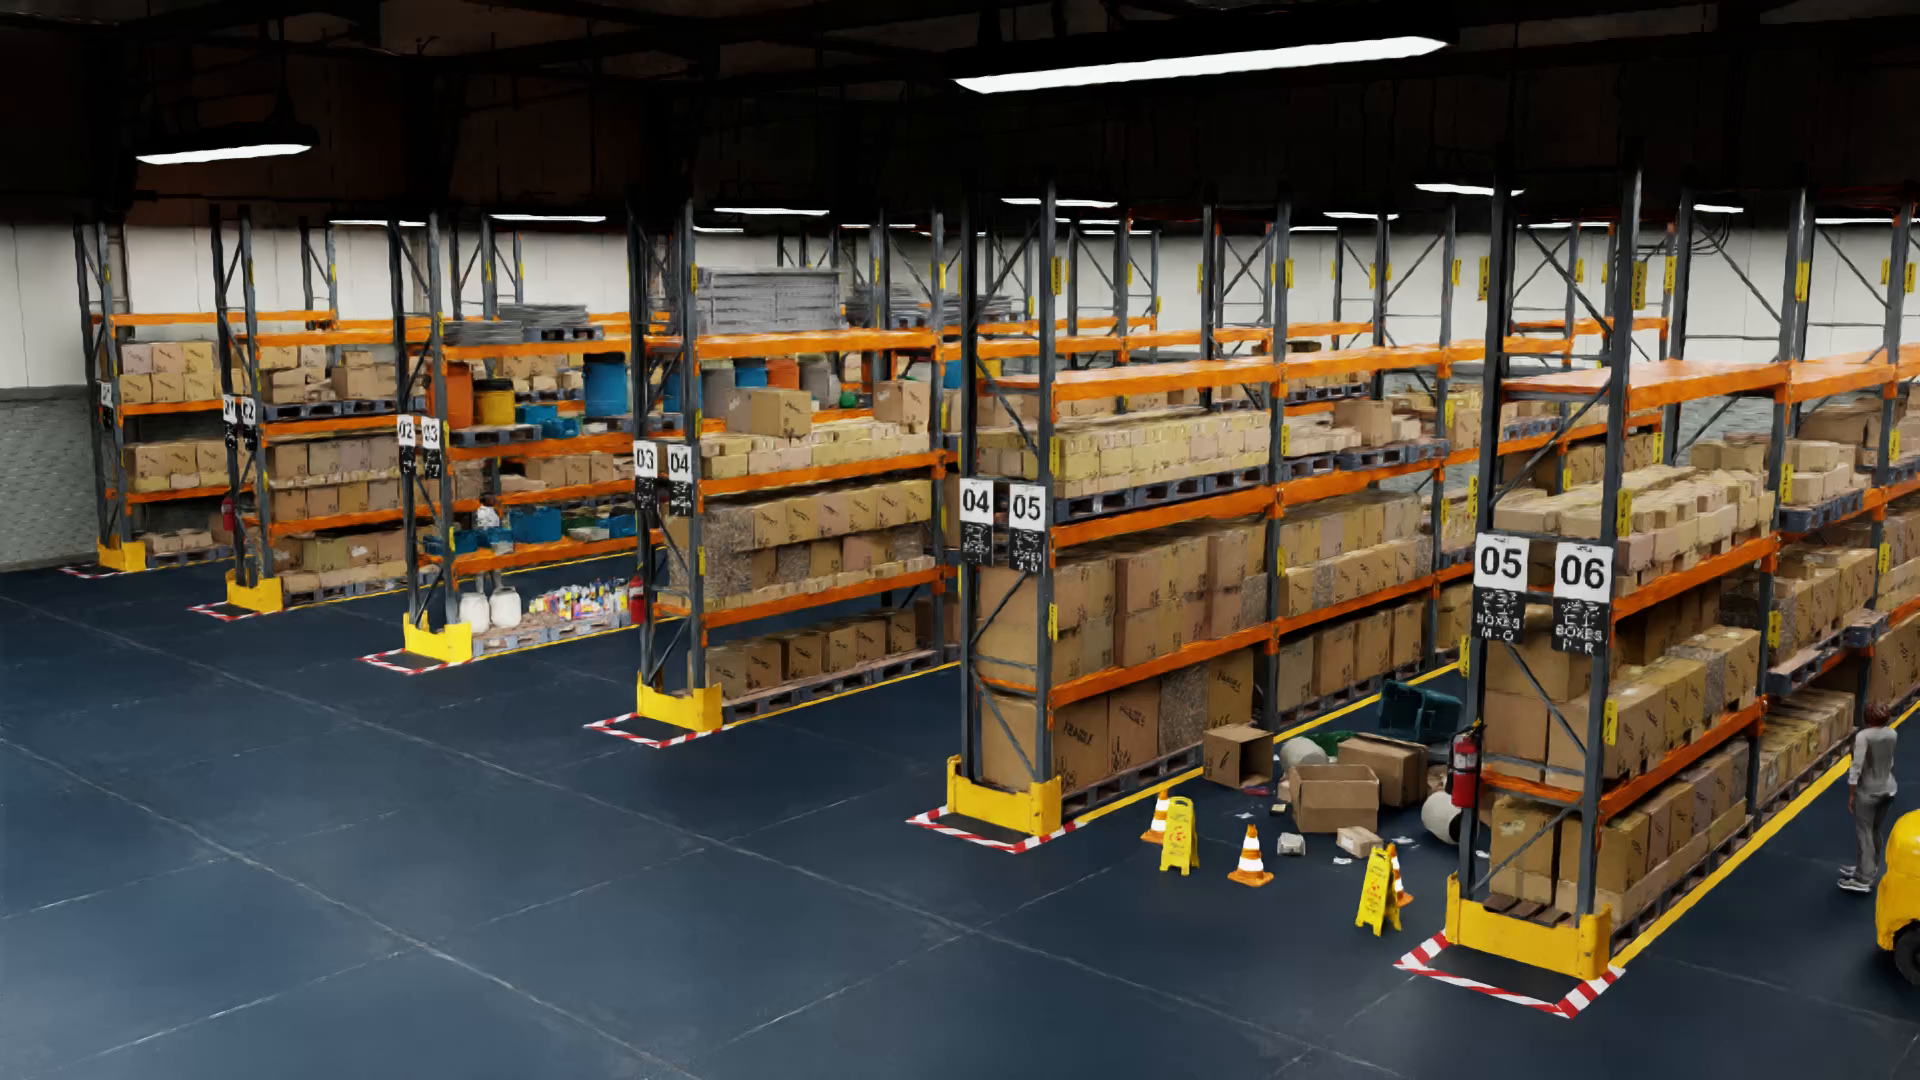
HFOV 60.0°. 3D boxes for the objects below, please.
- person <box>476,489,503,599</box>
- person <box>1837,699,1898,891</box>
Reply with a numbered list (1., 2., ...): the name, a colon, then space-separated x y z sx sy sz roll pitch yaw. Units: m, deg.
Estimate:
1. person: -7.287 0.051 25.819 0.440 1.683 0.552 2 10 13
2. person: 7.529 2.099 13.806 0.467 1.599 0.449 -3 10 -17
